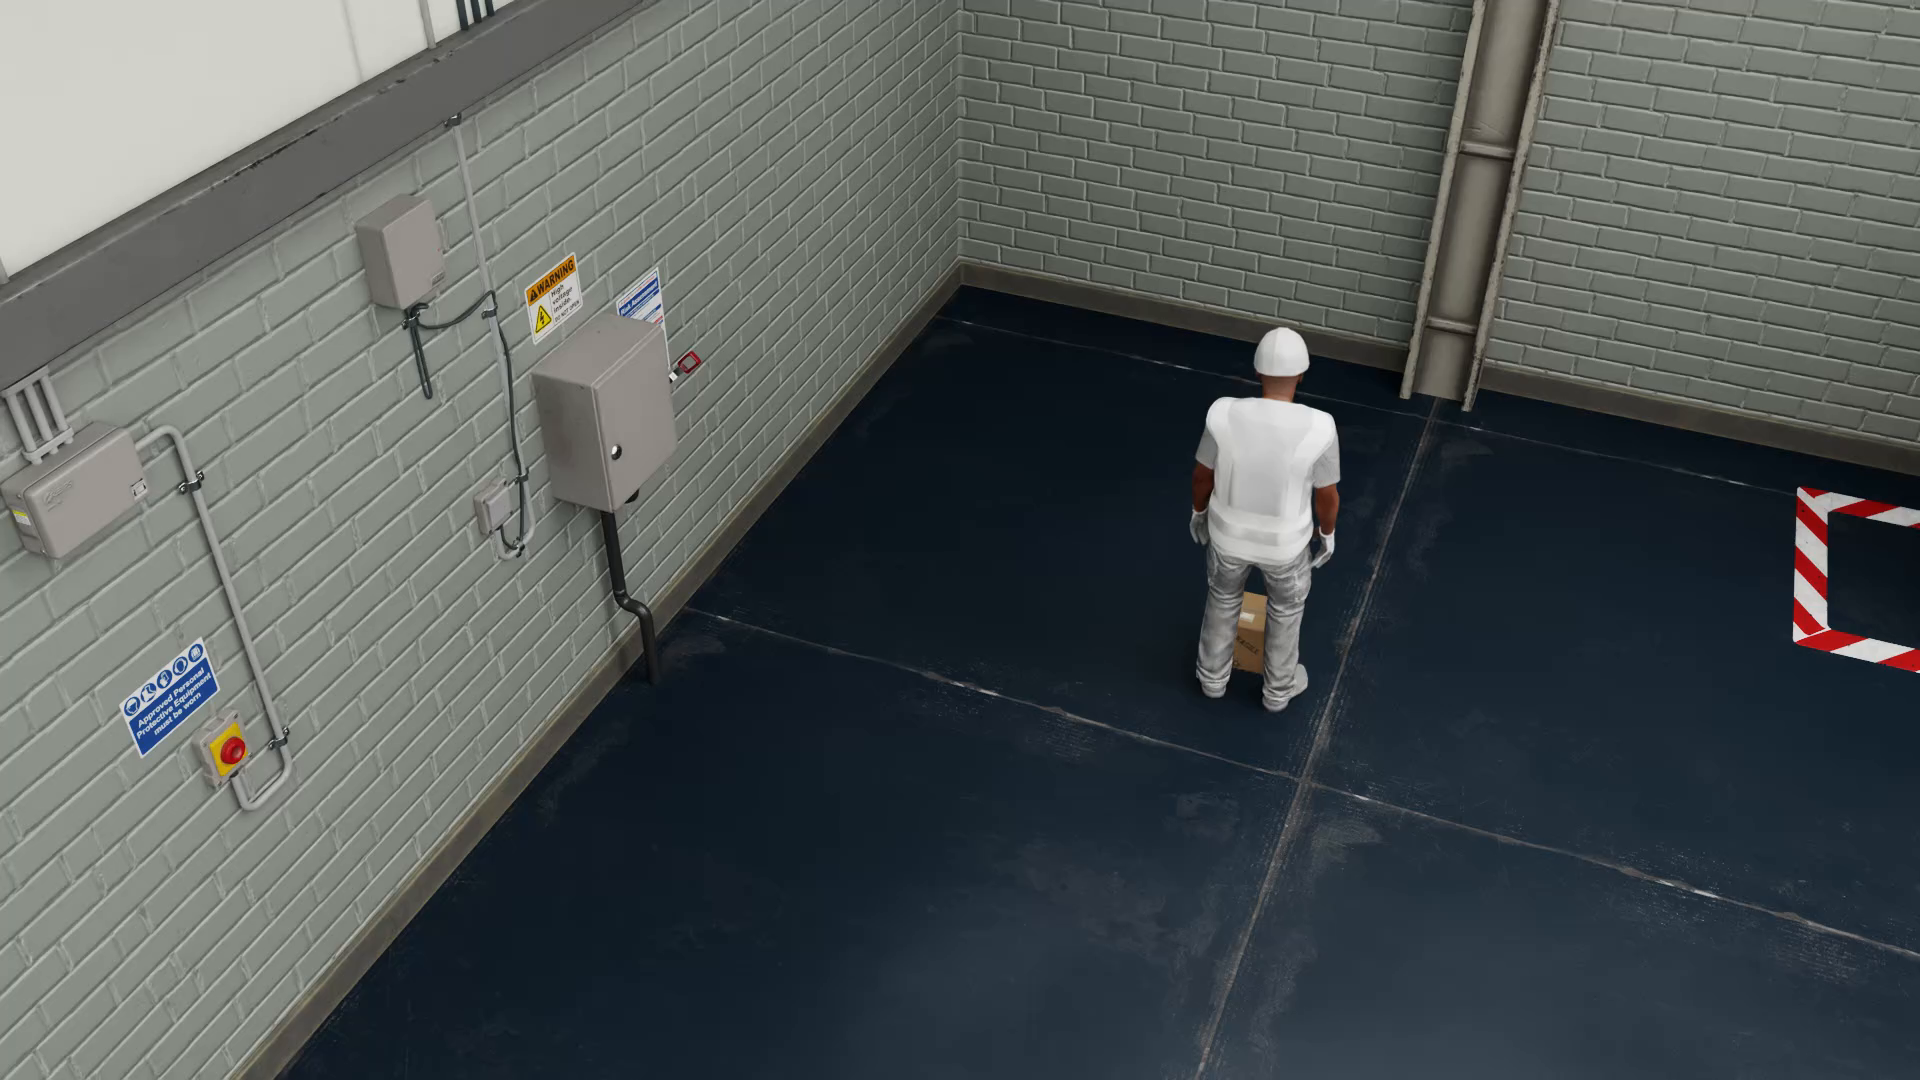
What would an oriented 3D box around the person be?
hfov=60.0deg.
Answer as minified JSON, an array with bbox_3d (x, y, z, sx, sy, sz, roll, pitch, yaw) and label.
[{"bbox_3d":[1.248,-0.053,6.881,0.606,1.773,0.447,13,39,16],"label":"person"}]
